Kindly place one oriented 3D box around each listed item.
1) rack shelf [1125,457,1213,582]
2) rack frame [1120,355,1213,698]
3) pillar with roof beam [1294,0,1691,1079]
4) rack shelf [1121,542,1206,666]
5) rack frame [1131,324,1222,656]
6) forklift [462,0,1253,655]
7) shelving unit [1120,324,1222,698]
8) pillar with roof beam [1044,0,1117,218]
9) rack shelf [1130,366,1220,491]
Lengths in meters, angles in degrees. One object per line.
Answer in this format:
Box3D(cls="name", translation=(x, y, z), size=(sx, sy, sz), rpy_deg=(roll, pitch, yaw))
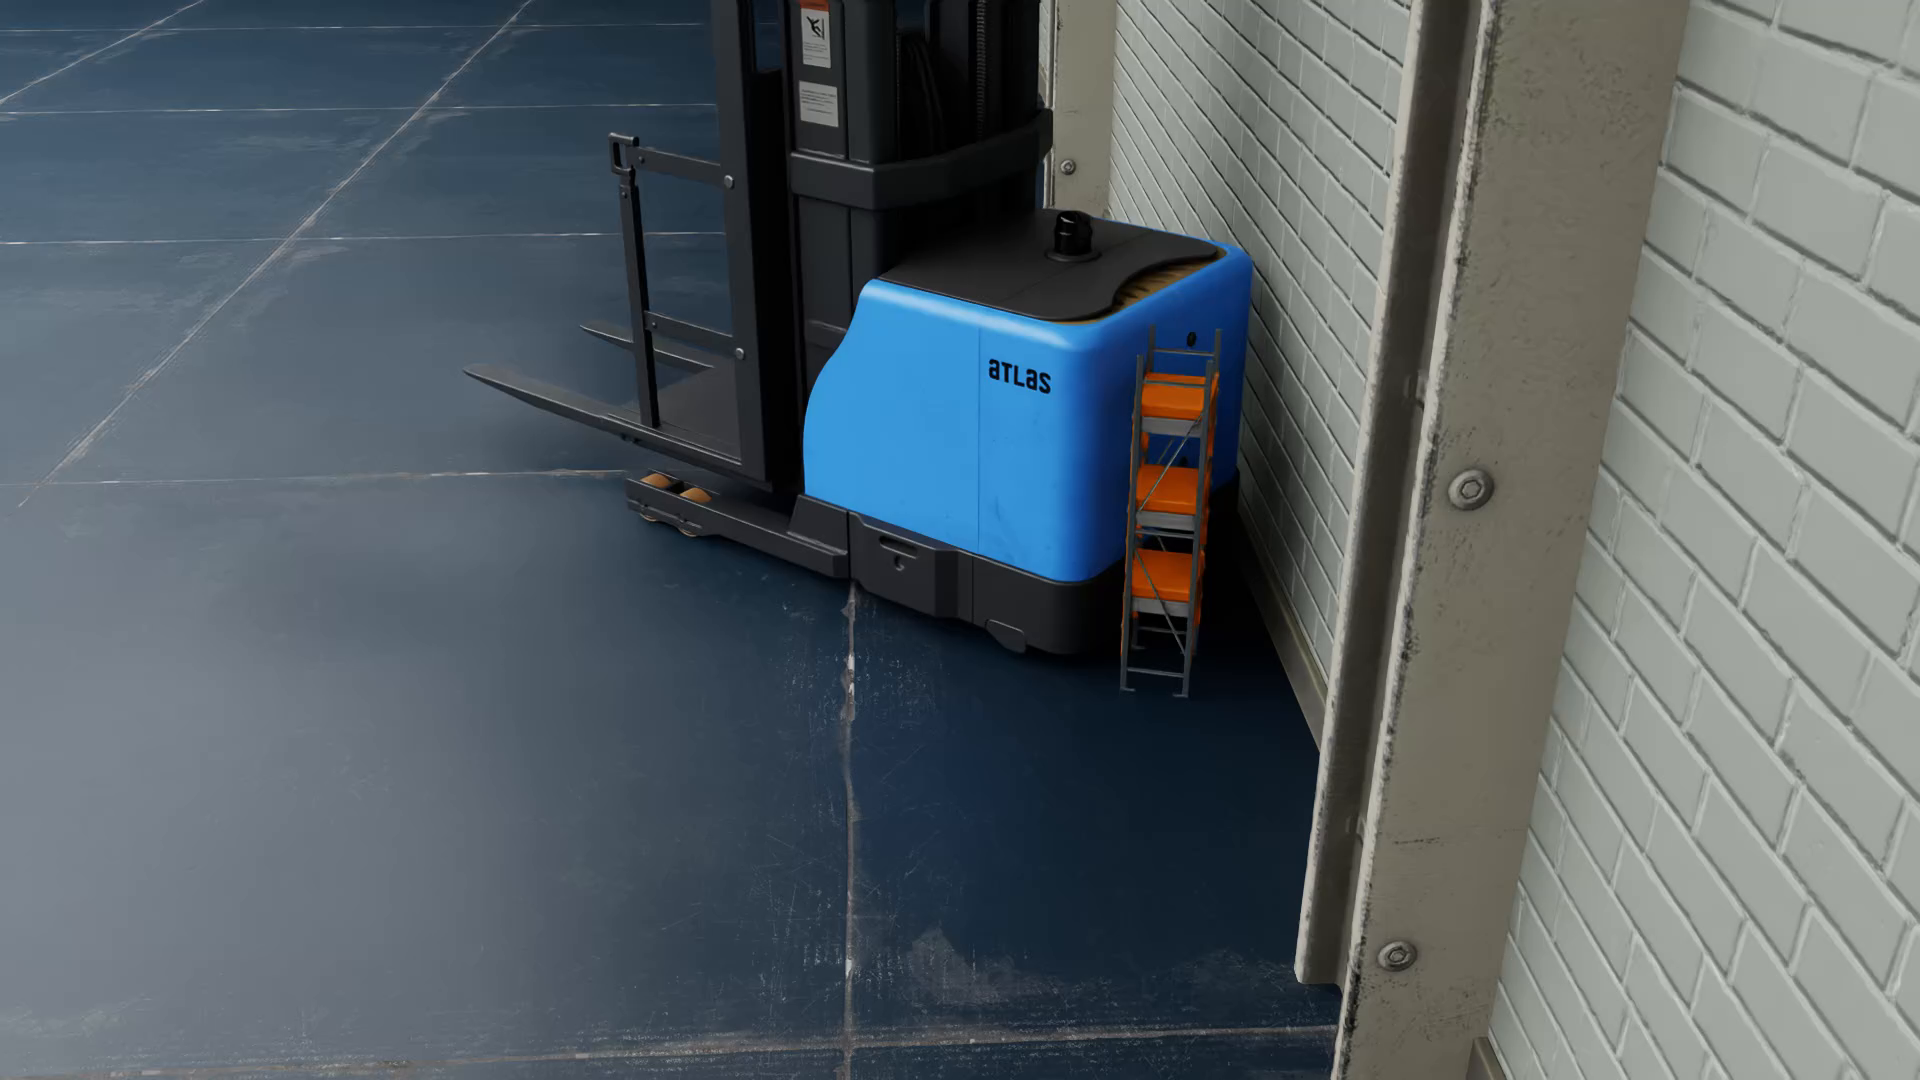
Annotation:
Box3D(cls="rack shelf", translation=(0.598, -0.061, 4.754), size=(0.215, 0.259, 0.240), rpy_deg=(6, 28, 12))
Box3D(cls="rack frame", translation=(0.570, -0.015, 4.644), size=(0.200, 1.050, 0.008), rpy_deg=(6, 28, 12))
Box3D(cls="pillar with roof beam", translation=(-3.362, -2.810, 1.406), size=(9.100, 9.000, 0.400), rpy_deg=(-1, 28, -3))
Box3D(cls="rack shelf", translation=(0.597, 0.186, 4.883), size=(0.215, 0.259, 0.240), rpy_deg=(6, 28, 12))
Box3D(cls="rack frame", translation=(0.625, -0.125, 4.854), size=(0.200, 1.050, 0.008), rpy_deg=(6, 28, 12))
Box3D(cls="forklift", translation=(-0.557, -1.486, 5.429), size=(3.031, 2.935, 1.130), rpy_deg=(19, 33, 32))
Box3D(cls="shelving unit", translation=(0.598, -0.070, 4.749), size=(0.215, 1.050, 0.252), rpy_deg=(6, 28, 12))
Box3D(cls="pillar with roof beam", translation=(-3.675, -5.580, 6.719), size=(9.100, 9.000, 0.400), rpy_deg=(-1, 28, -3))
Box3D(cls="rack shelf", translation=(0.598, -0.312, 4.623), size=(0.215, 0.259, 0.240), rpy_deg=(6, 28, 12))
